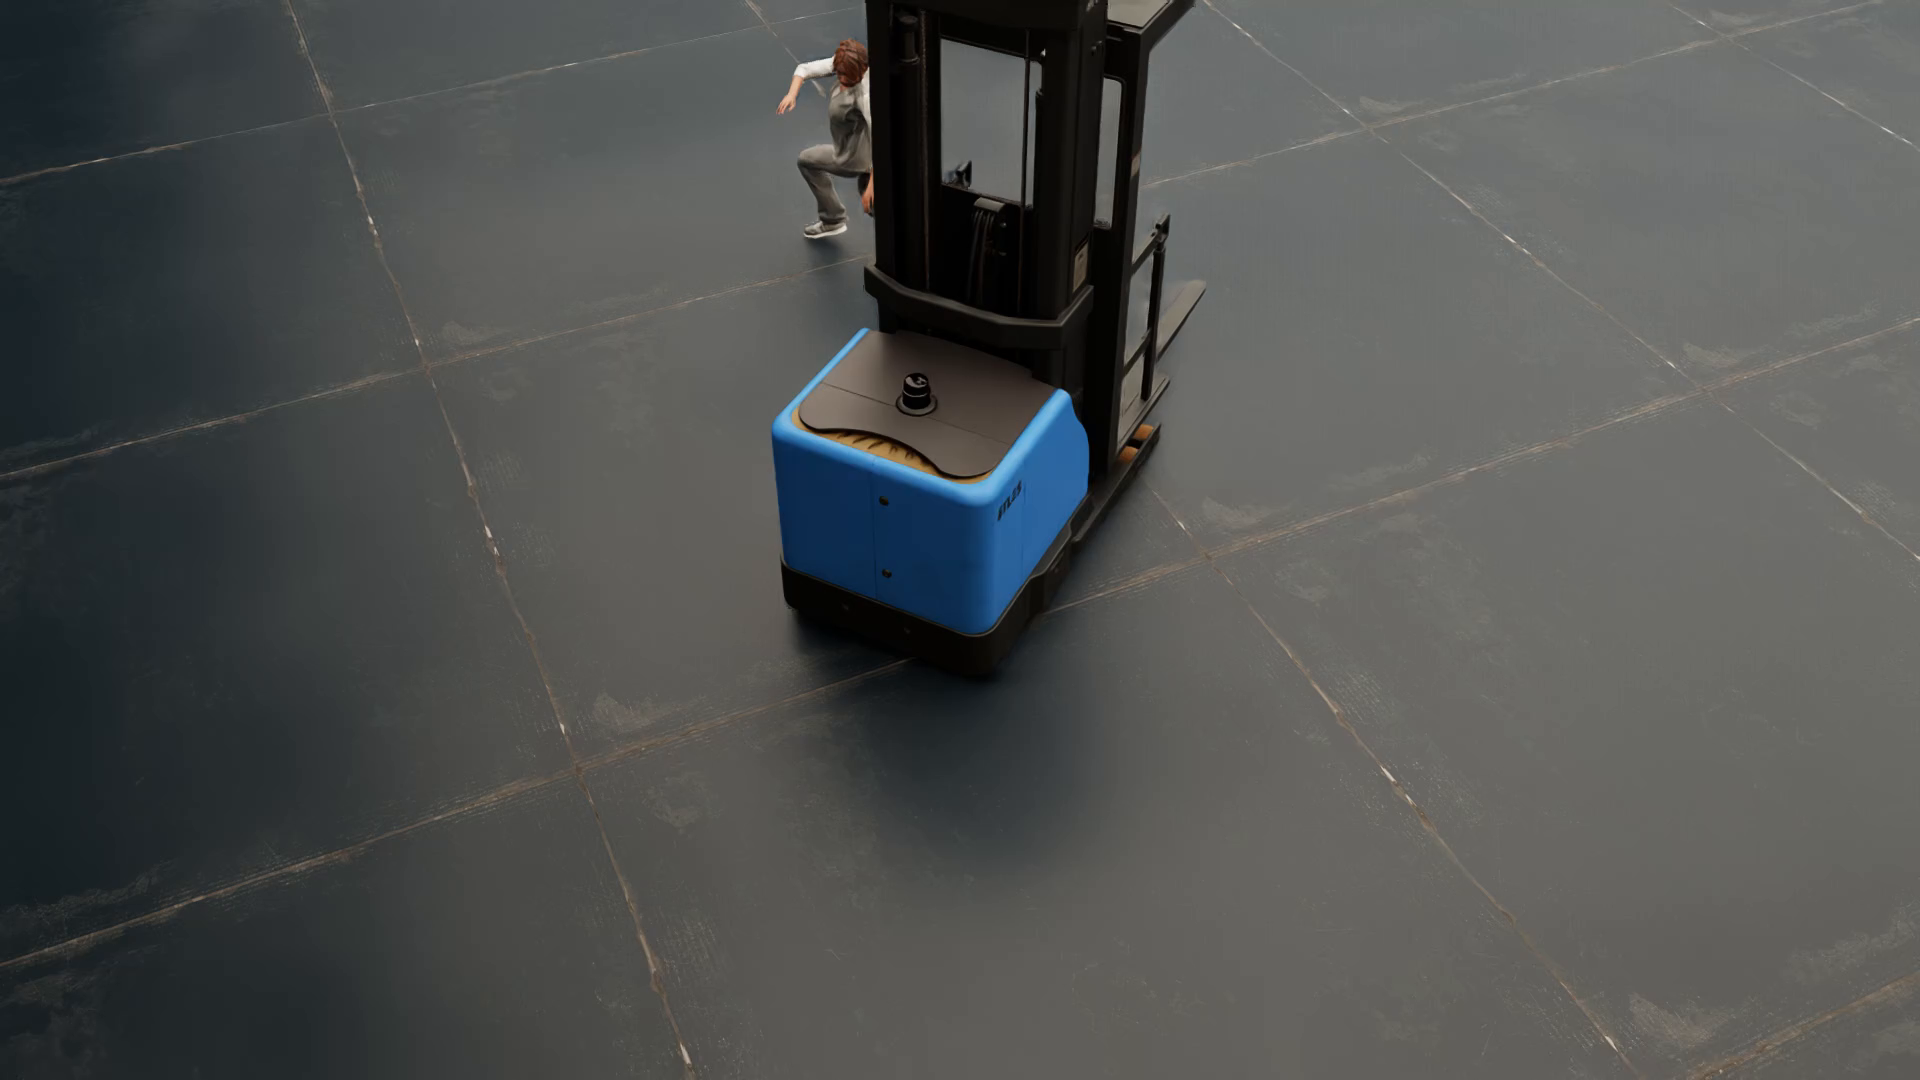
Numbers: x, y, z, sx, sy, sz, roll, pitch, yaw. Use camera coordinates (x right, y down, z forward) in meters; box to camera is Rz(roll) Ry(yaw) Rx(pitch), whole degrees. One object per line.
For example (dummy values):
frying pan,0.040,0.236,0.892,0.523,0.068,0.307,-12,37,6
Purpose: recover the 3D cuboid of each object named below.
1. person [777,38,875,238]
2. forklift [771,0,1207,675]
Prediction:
person,-0.599,-2.076,9.062,0.870,1.371,0.650,19,46,19
forklift,0.340,-1.496,7.284,1.130,2.935,3.031,20,46,20
